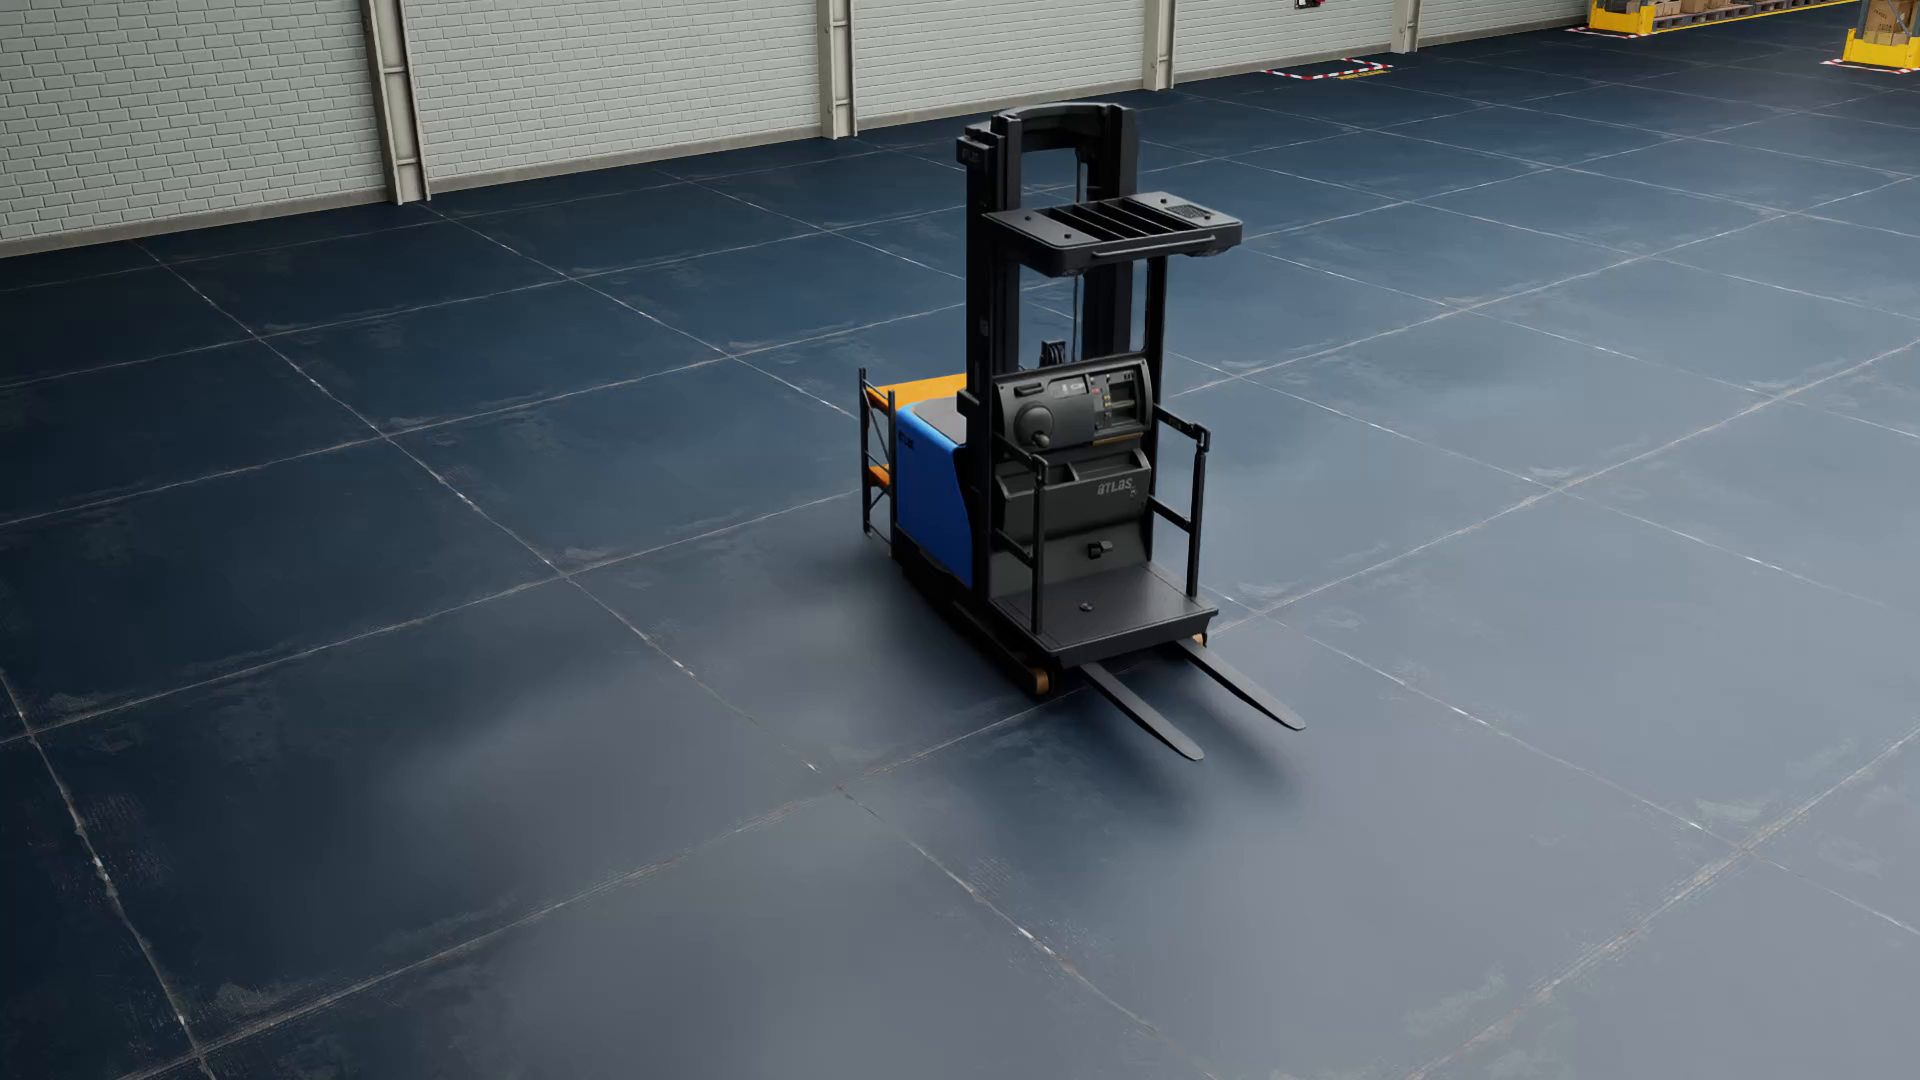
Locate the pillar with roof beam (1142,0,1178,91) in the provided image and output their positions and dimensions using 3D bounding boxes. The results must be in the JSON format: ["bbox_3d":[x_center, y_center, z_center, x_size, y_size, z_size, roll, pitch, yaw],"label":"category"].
[{"bbox_3d":[5.738,-9.704,20.970,0.400,9.000,9.100,-18,31,-34],"label":"pillar with roof beam"}]

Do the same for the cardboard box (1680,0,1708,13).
[{"bbox_3d":[14.164,-10.596,32.464,0.500,0.500,0.700,-21,32,-37],"label":"cardboard box"}]

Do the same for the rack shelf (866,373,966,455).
[{"bbox_3d":[-0.053,-0.837,10.521,1.000,0.278,0.538,-11,27,-23],"label":"rack shelf"}]

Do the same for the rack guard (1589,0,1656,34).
[{"bbox_3d":[12.567,-9.944,31.582,0.348,0.500,1.175,-18,31,-34],"label":"rack guard"}]

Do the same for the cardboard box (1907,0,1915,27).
[{"bbox_3d":[16.583,-9.204,28.895,0.500,0.500,0.500,-18,31,-34],"label":"cardboard box"}]

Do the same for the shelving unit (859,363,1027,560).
[{"bbox_3d":[-0.053,-0.571,10.645,1.048,1.125,0.538,-11,27,-23],"label":"shelving unit"}]

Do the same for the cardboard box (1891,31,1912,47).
[{"bbox_3d":[16.126,-8.427,28.111,0.500,0.250,0.500,-18,31,-34],"label":"cardboard box"}]

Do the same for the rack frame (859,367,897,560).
[{"bbox_3d":[-0.511,-0.479,10.445,0.032,1.125,0.500,-11,27,-23],"label":"rack frame"}]

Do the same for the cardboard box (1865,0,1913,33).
[{"bbox_3d":[15.805,-8.939,28.325,0.500,0.500,0.500,-18,31,-34],"label":"cardboard box"}]

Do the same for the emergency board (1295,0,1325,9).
[{"bbox_3d":[5.835,-9.338,27.308,0.643,1.169,0.194,-18,31,-34],"label":"emergency board"}]

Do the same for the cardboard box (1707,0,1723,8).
[{"bbox_3d":[14.863,-10.880,33.076,0.500,0.500,0.500,-21,32,-38],"label":"cardboard box"}]

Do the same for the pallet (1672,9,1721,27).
[{"bbox_3d":[14.187,-10.327,32.752,1.213,0.211,1.003,-18,31,-34],"label":"pallet"}]

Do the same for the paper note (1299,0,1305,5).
[{"bbox_3d":[5.653,-8.916,27.444,0.142,0.148,0.016,-18,31,-34],"label":"paper note"}]

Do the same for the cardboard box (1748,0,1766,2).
[{"bbox_3d":[16.224,-11.359,34.110,0.500,0.500,0.700,-17,30,-32],"label":"cardboard box"}]

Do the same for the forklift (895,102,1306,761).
[{"bbox_3d":[0.724,-0.703,8.782,1.130,2.935,3.031,-12,28,-25],"label":"forklift"}]

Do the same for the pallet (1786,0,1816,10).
[{"bbox_3d":[17.227,-11.354,34.963,1.213,0.211,1.003,-18,31,-34],"label":"pallet"}]

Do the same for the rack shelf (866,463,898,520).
[{"bbox_3d":[-0.053,-0.349,10.747,1.000,0.278,0.538,-11,27,-23],"label":"rack shelf"}]

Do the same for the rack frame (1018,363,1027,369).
[{"bbox_3d":[0.405,-0.664,10.844,0.032,1.125,0.500,-11,27,-23],"label":"rack frame"}]

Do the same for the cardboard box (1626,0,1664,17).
[{"bbox_3d":[13.107,-10.188,31.810,0.500,0.311,0.500,-23,33,-40],"label":"cardboard box"}]

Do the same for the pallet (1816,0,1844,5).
[{"bbox_3d":[18.187,-11.669,35.642,1.213,0.211,1.003,-18,31,-34],"label":"pallet"}]

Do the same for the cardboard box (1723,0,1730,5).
[{"bbox_3d":[15.252,-10.862,33.435,0.380,0.166,0.250,22,33,39],"label":"cardboard box"}]

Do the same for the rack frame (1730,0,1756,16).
[{"bbox_3d":[15.655,-12.097,33.252,0.127,3.000,1.000,-18,31,-34],"label":"rack frame"}]

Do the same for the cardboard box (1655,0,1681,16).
[{"bbox_3d":[13.556,-10.336,32.129,0.500,0.311,0.500,-15,29,-30],"label":"cardboard box"}]

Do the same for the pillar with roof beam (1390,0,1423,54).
[{"bbox_3d":[10.459,-11.263,24.329,0.400,9.000,9.100,-18,31,-34],"label":"pillar with roof beam"}]

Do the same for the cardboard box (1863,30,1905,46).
[{"bbox_3d":[15.807,-8.598,28.481,0.500,0.250,0.500,-18,31,-34],"label":"cardboard box"}]

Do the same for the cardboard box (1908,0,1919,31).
[{"bbox_3d":[16.518,-8.897,28.235,0.500,0.500,0.500,-18,31,-34],"label":"cardboard box"}]

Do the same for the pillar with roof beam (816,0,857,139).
[{"bbox_3d":[1.016,-8.146,17.612,0.400,9.000,9.100,-18,31,-34],"label":"pillar with roof beam"}]

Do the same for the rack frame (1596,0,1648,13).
[{"bbox_3d":[12.507,-11.058,31.013,0.127,3.000,1.000,-18,31,-34],"label":"rack frame"}]

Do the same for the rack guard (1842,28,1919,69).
[{"bbox_3d":[15.548,-8.278,27.992,0.348,0.500,1.175,-18,31,-34],"label":"rack guard"}]

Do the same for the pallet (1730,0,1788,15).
[{"bbox_3d":[16.267,-11.035,34.276,1.213,0.211,1.003,-18,31,-34],"label":"pallet"}]

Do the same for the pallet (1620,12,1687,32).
[{"bbox_3d":[13.228,-10.012,32.072,1.213,0.211,1.003,-18,31,-34],"label":"pallet"}]

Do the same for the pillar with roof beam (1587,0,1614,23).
[{"bbox_3d":[15.181,-12.821,27.687,0.400,9.000,9.100,-18,31,-34],"label":"pillar with roof beam"}]

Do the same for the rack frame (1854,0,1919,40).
[{"bbox_3d":[15.567,-9.418,27.480,0.127,3.000,1.000,-18,31,-34],"label":"rack frame"}]

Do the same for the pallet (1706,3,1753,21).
[{"bbox_3d":[15.148,-10.646,33.438,1.213,0.211,1.003,-18,31,-34],"label":"pallet"}]

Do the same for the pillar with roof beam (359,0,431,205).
[{"bbox_3d":[-3.705,-6.587,14.254,0.400,9.000,9.100,-18,31,-34],"label":"pillar with roof beam"}]
